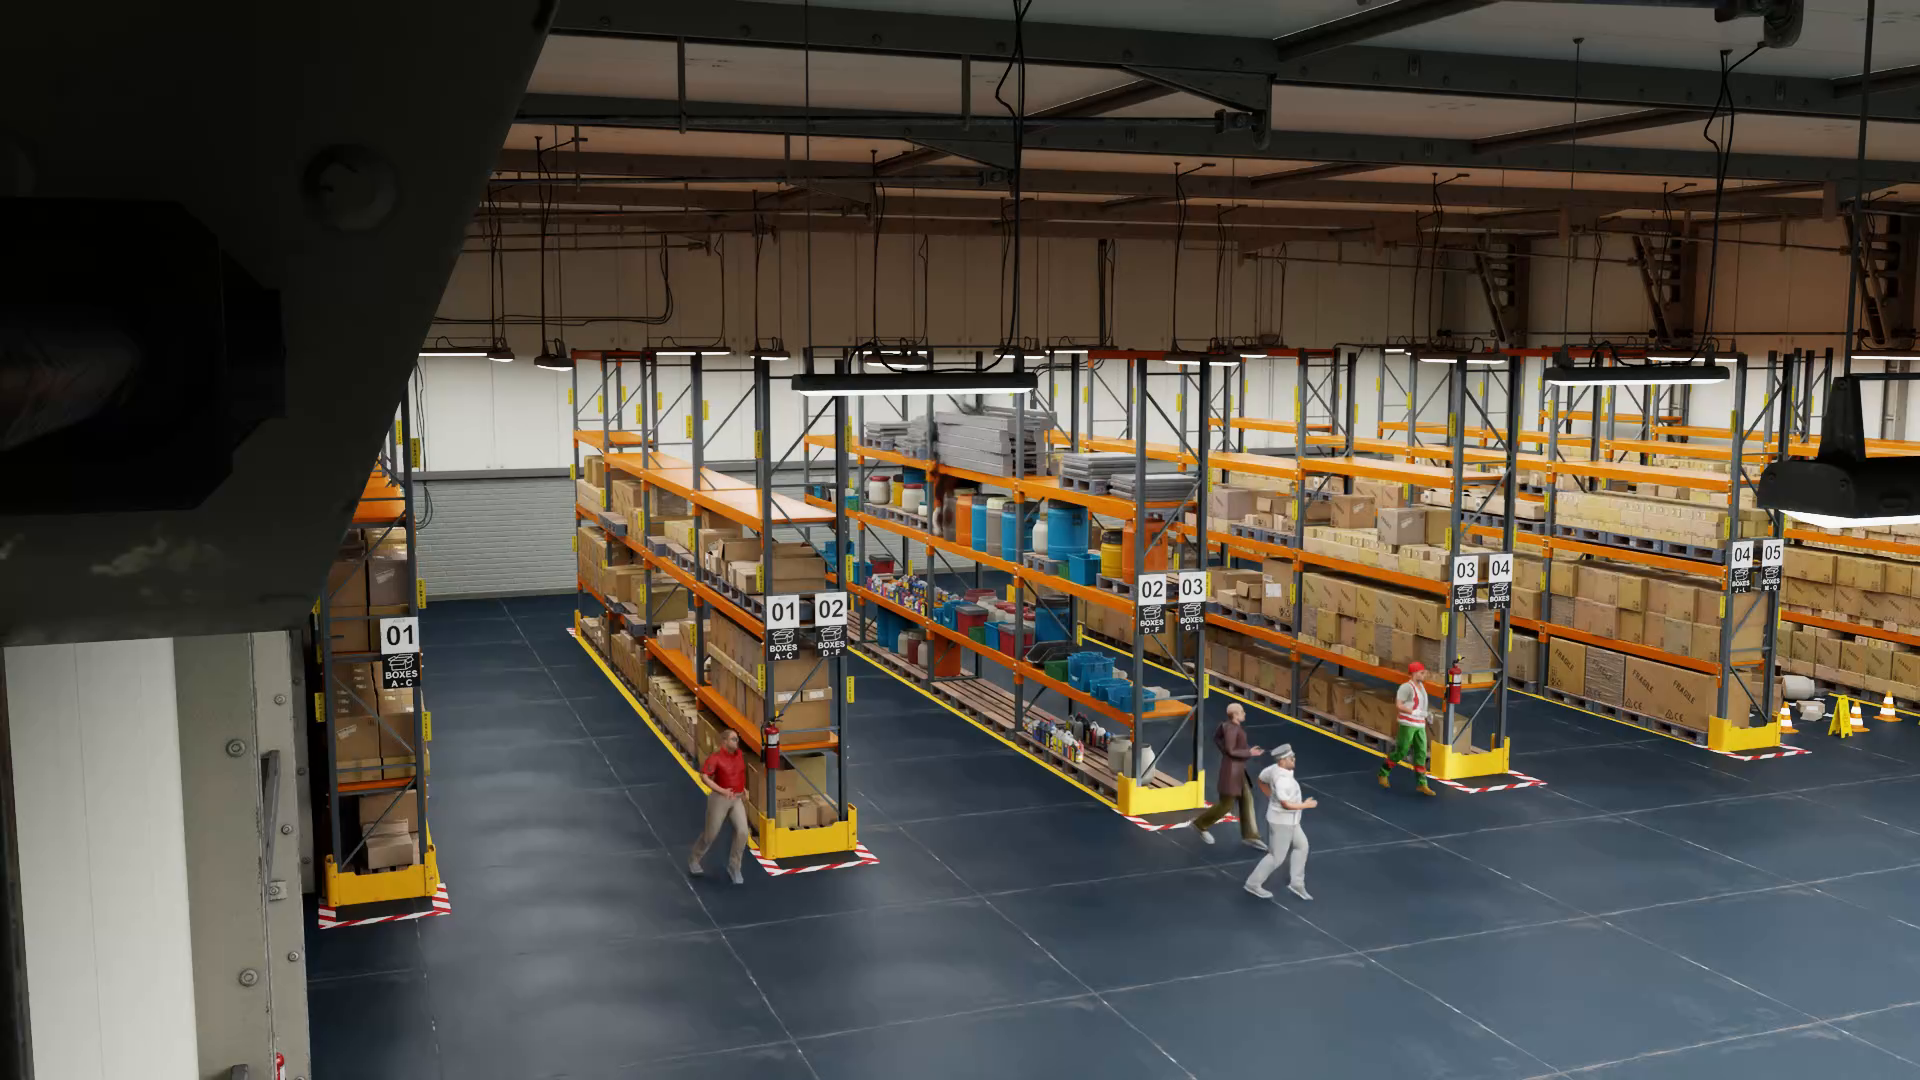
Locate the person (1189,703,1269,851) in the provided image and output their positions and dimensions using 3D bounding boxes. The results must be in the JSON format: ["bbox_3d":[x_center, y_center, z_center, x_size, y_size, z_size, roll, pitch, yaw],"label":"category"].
[{"bbox_3d":[3.358,2.908,20.536,1.006,1.802,0.702,2,7,17],"label":"person"}]

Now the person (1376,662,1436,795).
[{"bbox_3d":[6.299,2.569,22.984,0.719,1.770,0.907,-6,9,-39],"label":"person"}]

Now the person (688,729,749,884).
[{"bbox_3d":[-2.738,3.093,19.440,0.798,1.763,0.720,7,10,43],"label":"person"}]

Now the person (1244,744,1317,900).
[{"bbox_3d":[3.580,3.169,18.563,0.788,1.844,0.663,1,7,8],"label":"person"}]
